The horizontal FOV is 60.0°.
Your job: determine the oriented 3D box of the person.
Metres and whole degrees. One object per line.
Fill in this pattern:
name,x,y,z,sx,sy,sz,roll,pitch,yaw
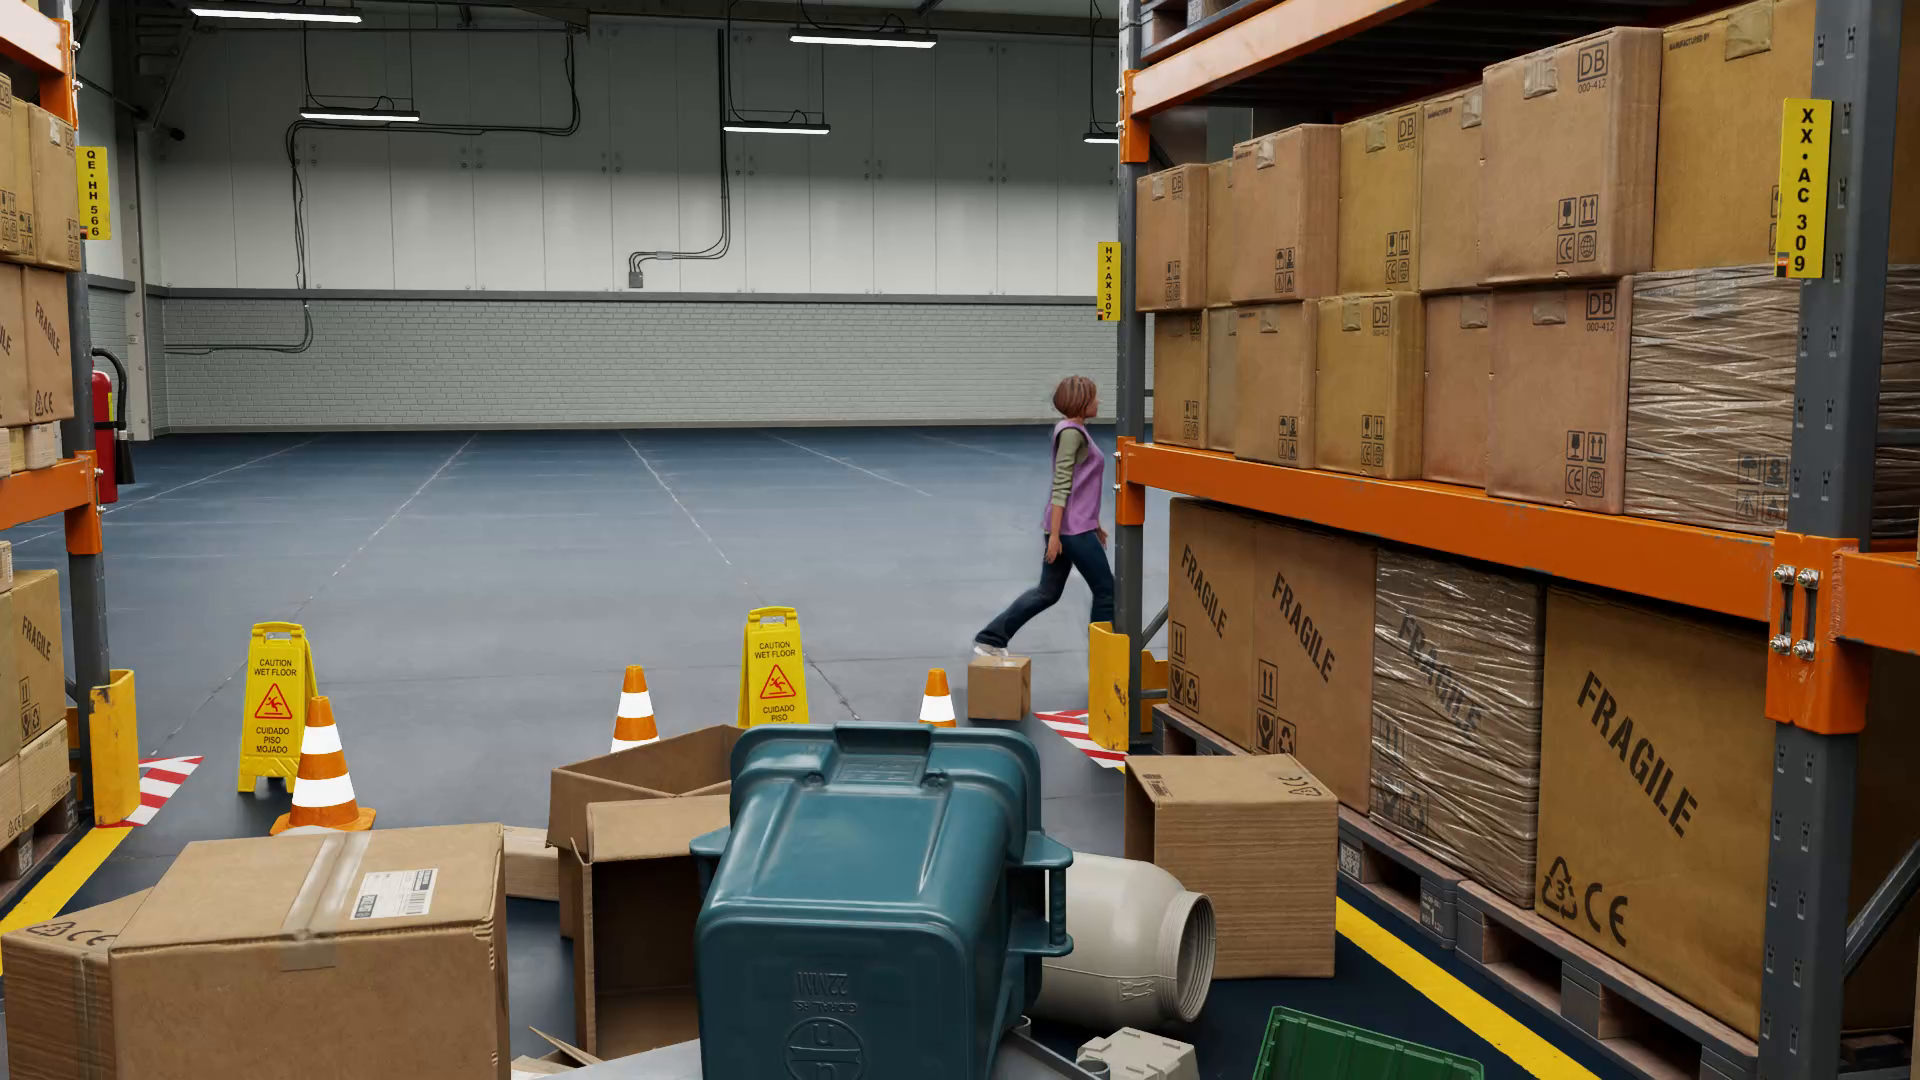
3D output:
person,0.540,-0.055,8.371,0.942,1.552,0.435,0,6,0
